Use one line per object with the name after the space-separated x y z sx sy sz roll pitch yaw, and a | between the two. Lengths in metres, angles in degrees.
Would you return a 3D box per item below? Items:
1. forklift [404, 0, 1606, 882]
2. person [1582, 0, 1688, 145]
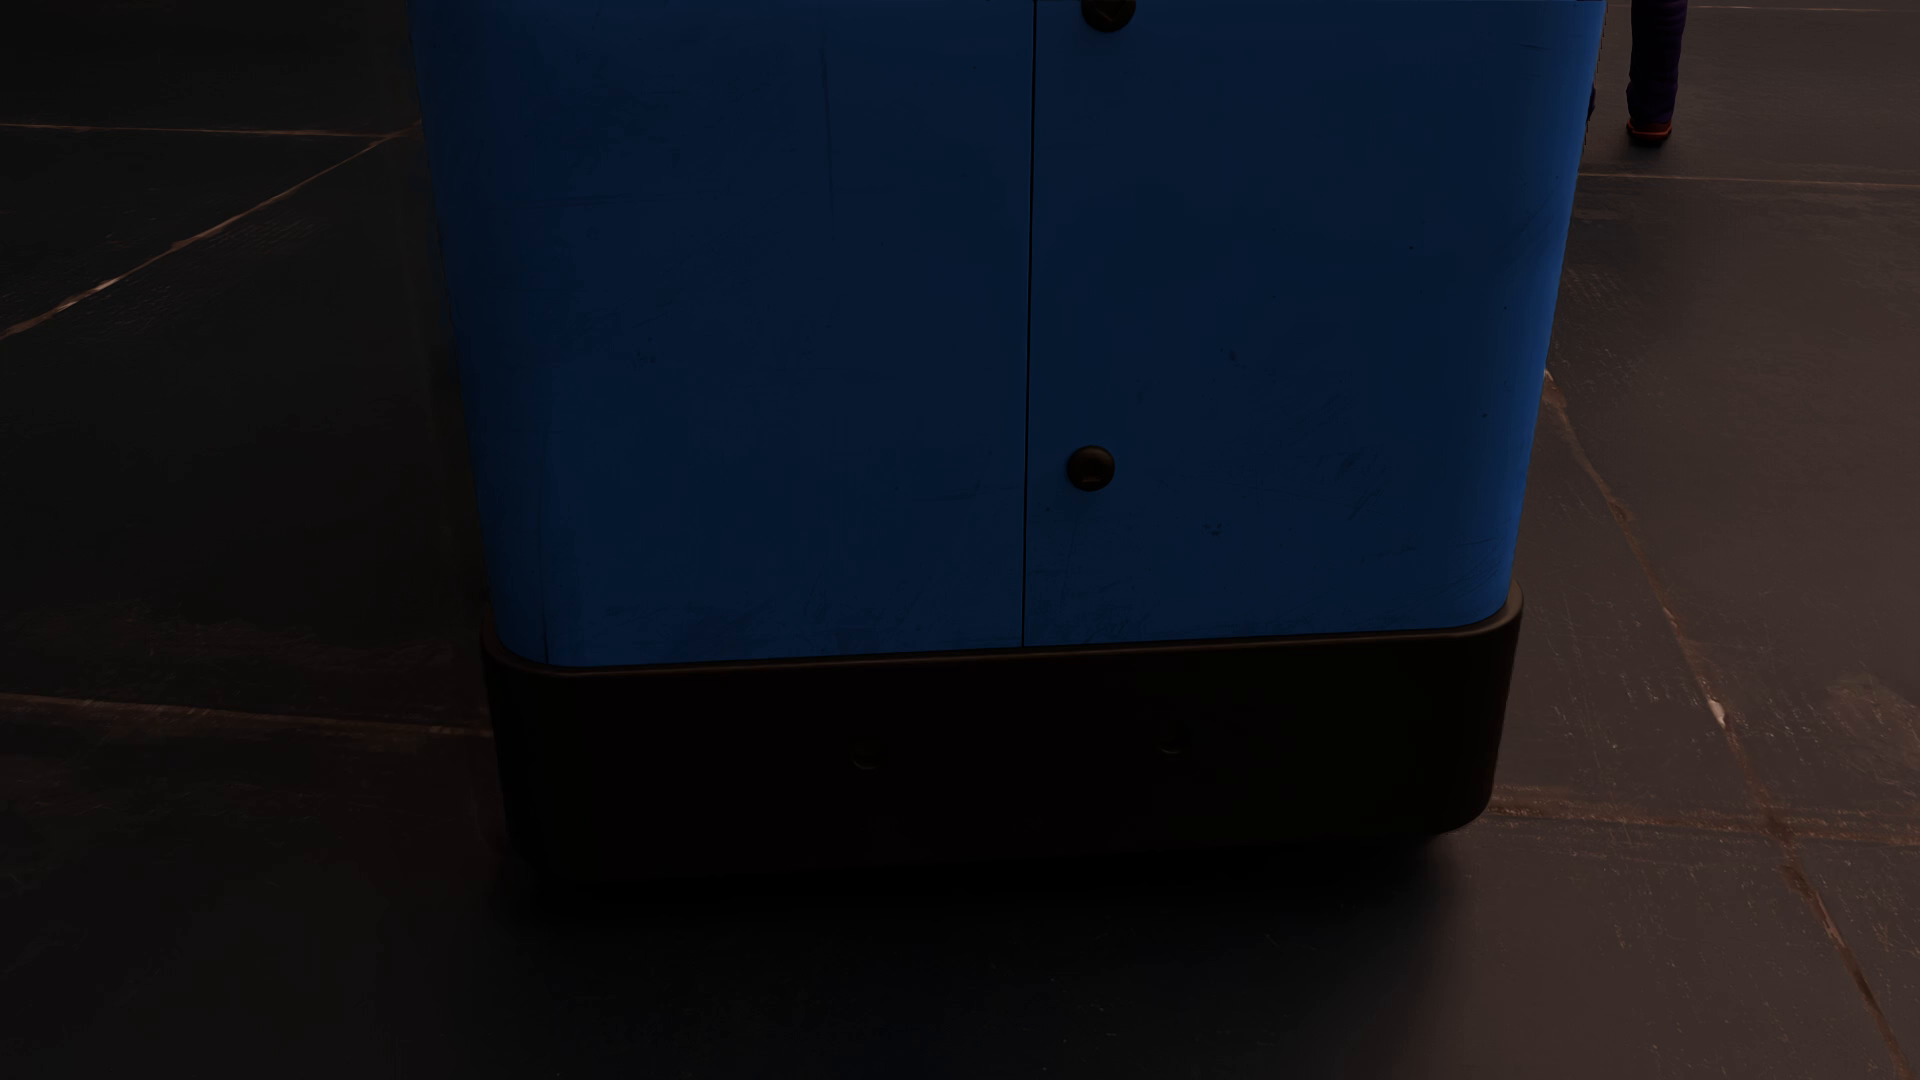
-0.074 -1.596 2.417 1.130 2.935 3.031 -2 27 -5 | forklift
1.776 -1.893 4.432 0.597 1.651 0.502 4 27 8 | person
